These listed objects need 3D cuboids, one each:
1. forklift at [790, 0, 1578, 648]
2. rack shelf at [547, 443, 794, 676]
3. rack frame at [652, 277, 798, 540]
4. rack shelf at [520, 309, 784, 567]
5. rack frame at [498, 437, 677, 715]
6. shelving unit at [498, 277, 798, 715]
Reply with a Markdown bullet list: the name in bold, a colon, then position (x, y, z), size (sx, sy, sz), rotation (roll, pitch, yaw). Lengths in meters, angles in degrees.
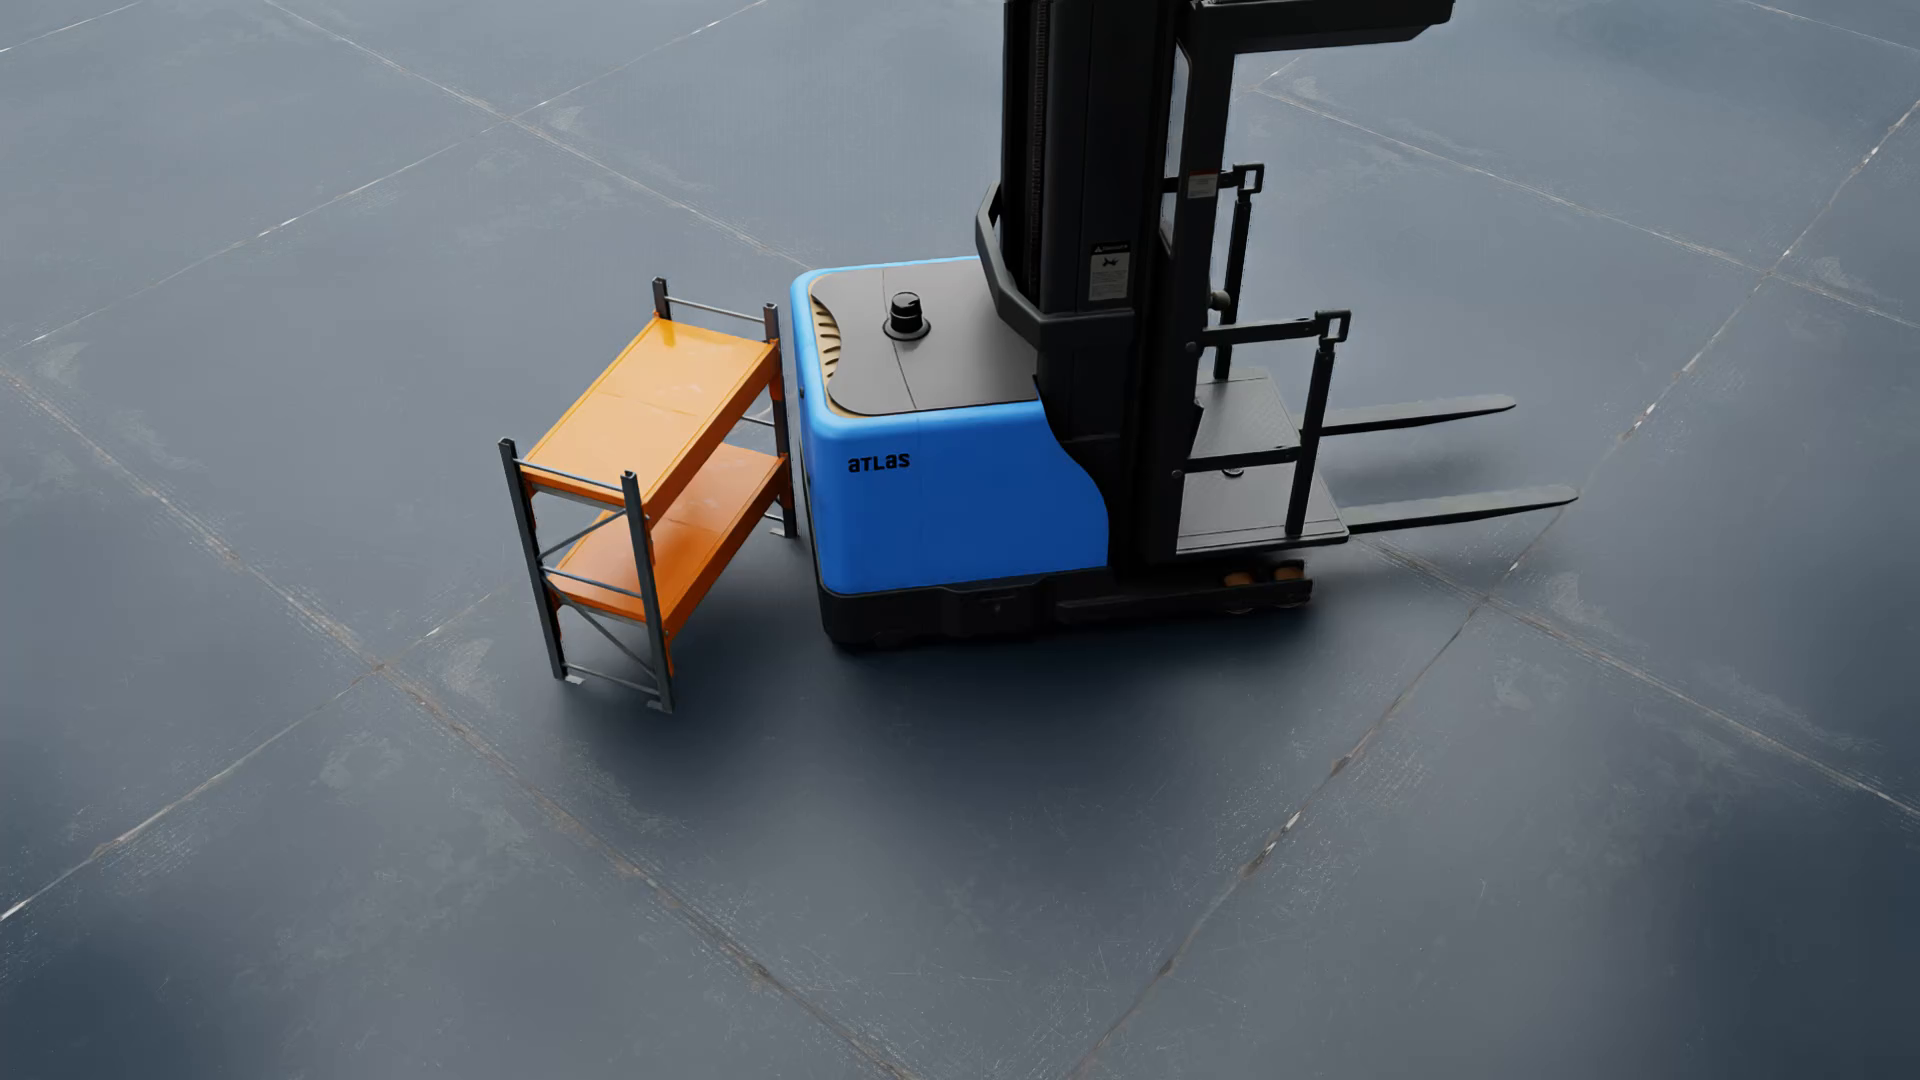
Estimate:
- **forklift**: position (0.911, -1.145, 5.831), size (3.031, 2.935, 1.130), rotation (-6, 43, -7)
- **rack shelf**: position (-1.085, 0.011, 6.265), size (0.538, 0.278, 1.000), rotation (15, 44, 16)
- **rack frame**: position (-0.899, -0.488, 6.450), size (0.500, 1.125, 0.032), rotation (15, 44, 16)
- **rack shelf**: position (-1.085, -0.386, 5.903), size (0.538, 0.278, 1.000), rotation (15, 44, 16)
- **rack frame**: position (-1.272, 0.149, 5.751), size (0.500, 1.125, 0.032), rotation (15, 44, 16)
- **shelving unit**: position (-1.085, -0.170, 6.100), size (0.538, 1.125, 1.048), rotation (15, 44, 16)
